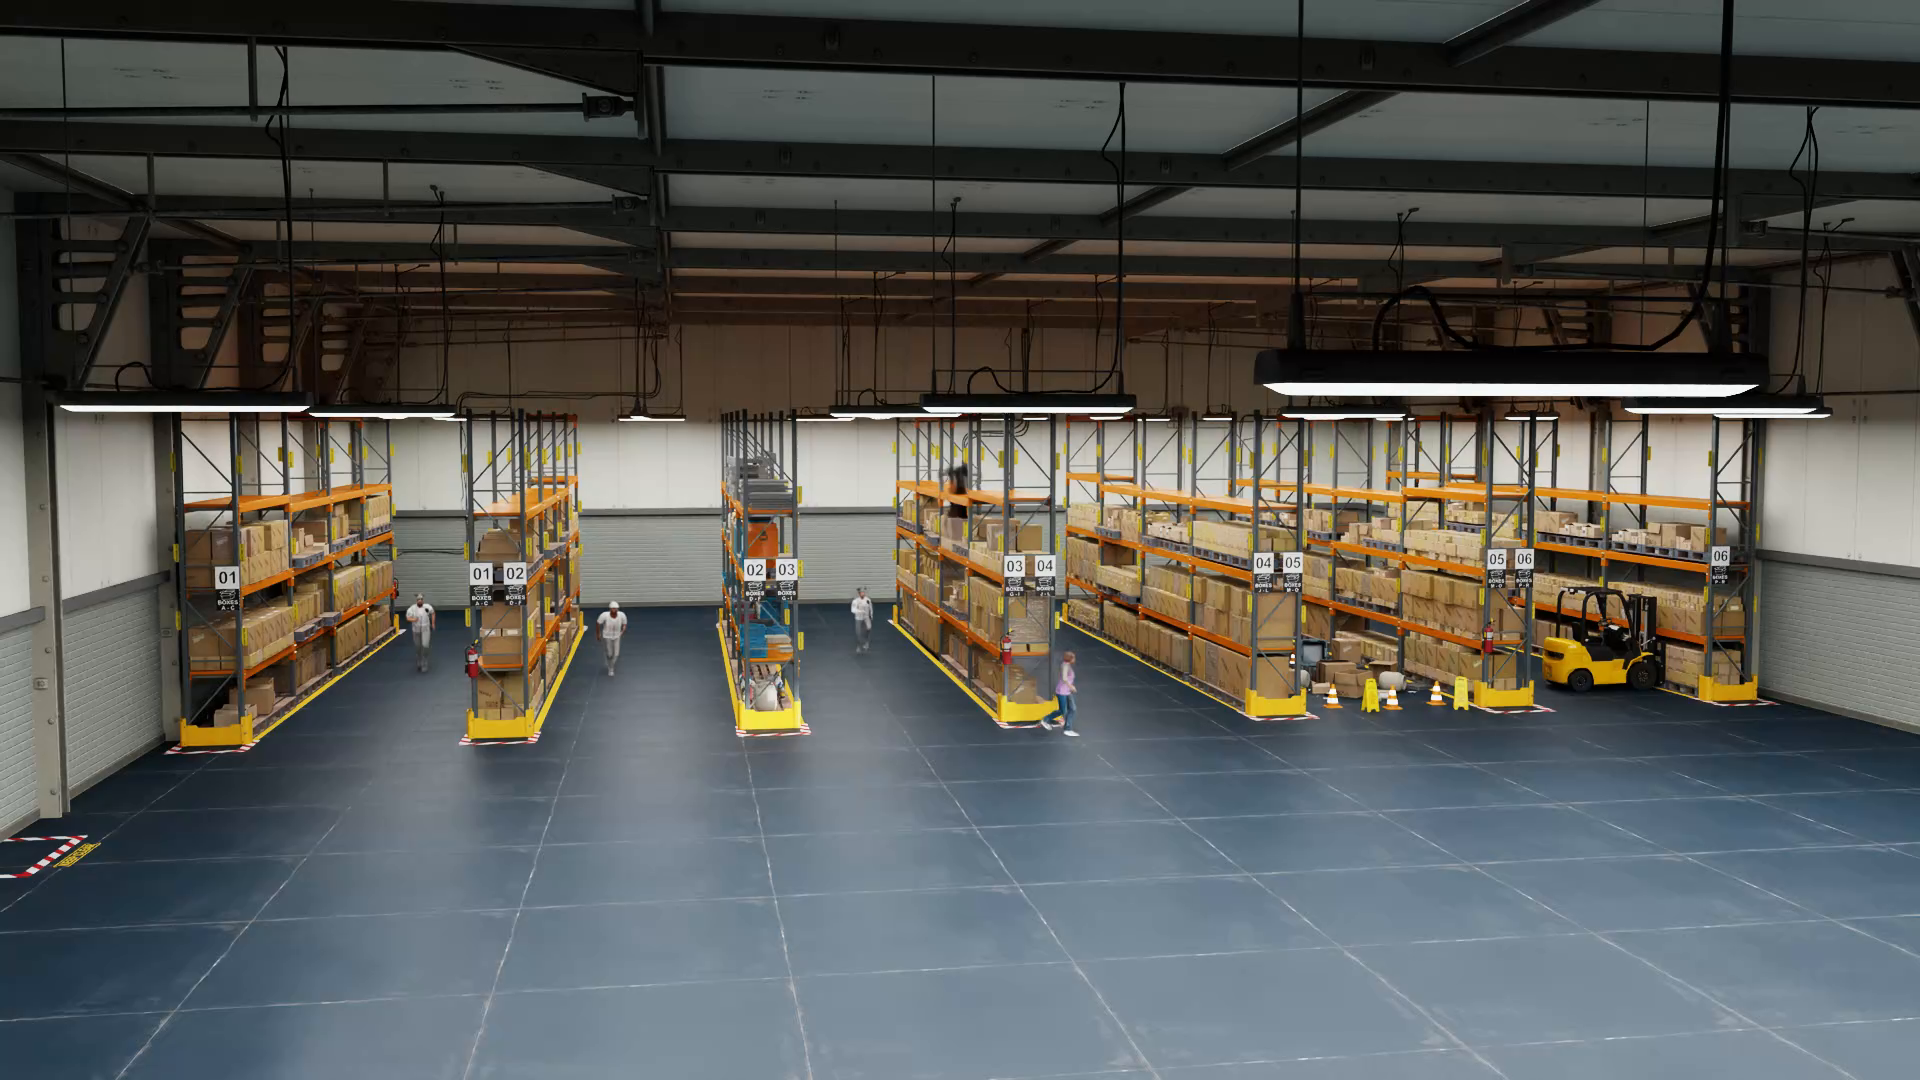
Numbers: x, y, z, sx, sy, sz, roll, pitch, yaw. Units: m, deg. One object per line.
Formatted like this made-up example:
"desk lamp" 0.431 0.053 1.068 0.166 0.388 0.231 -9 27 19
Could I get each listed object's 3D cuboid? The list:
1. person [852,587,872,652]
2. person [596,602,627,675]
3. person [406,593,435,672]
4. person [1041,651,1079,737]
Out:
"person" -2.417 1.969 41.114 0.570 1.657 0.835 -1 4 -13
"person" -7.933 2.235 37.929 0.686 1.689 0.696 -2 4 -27
"person" -12.550 2.139 38.692 0.615 1.839 0.890 -1 4 -12
"person" 1.837 2.813 30.511 0.696 1.566 0.528 1 4 18
